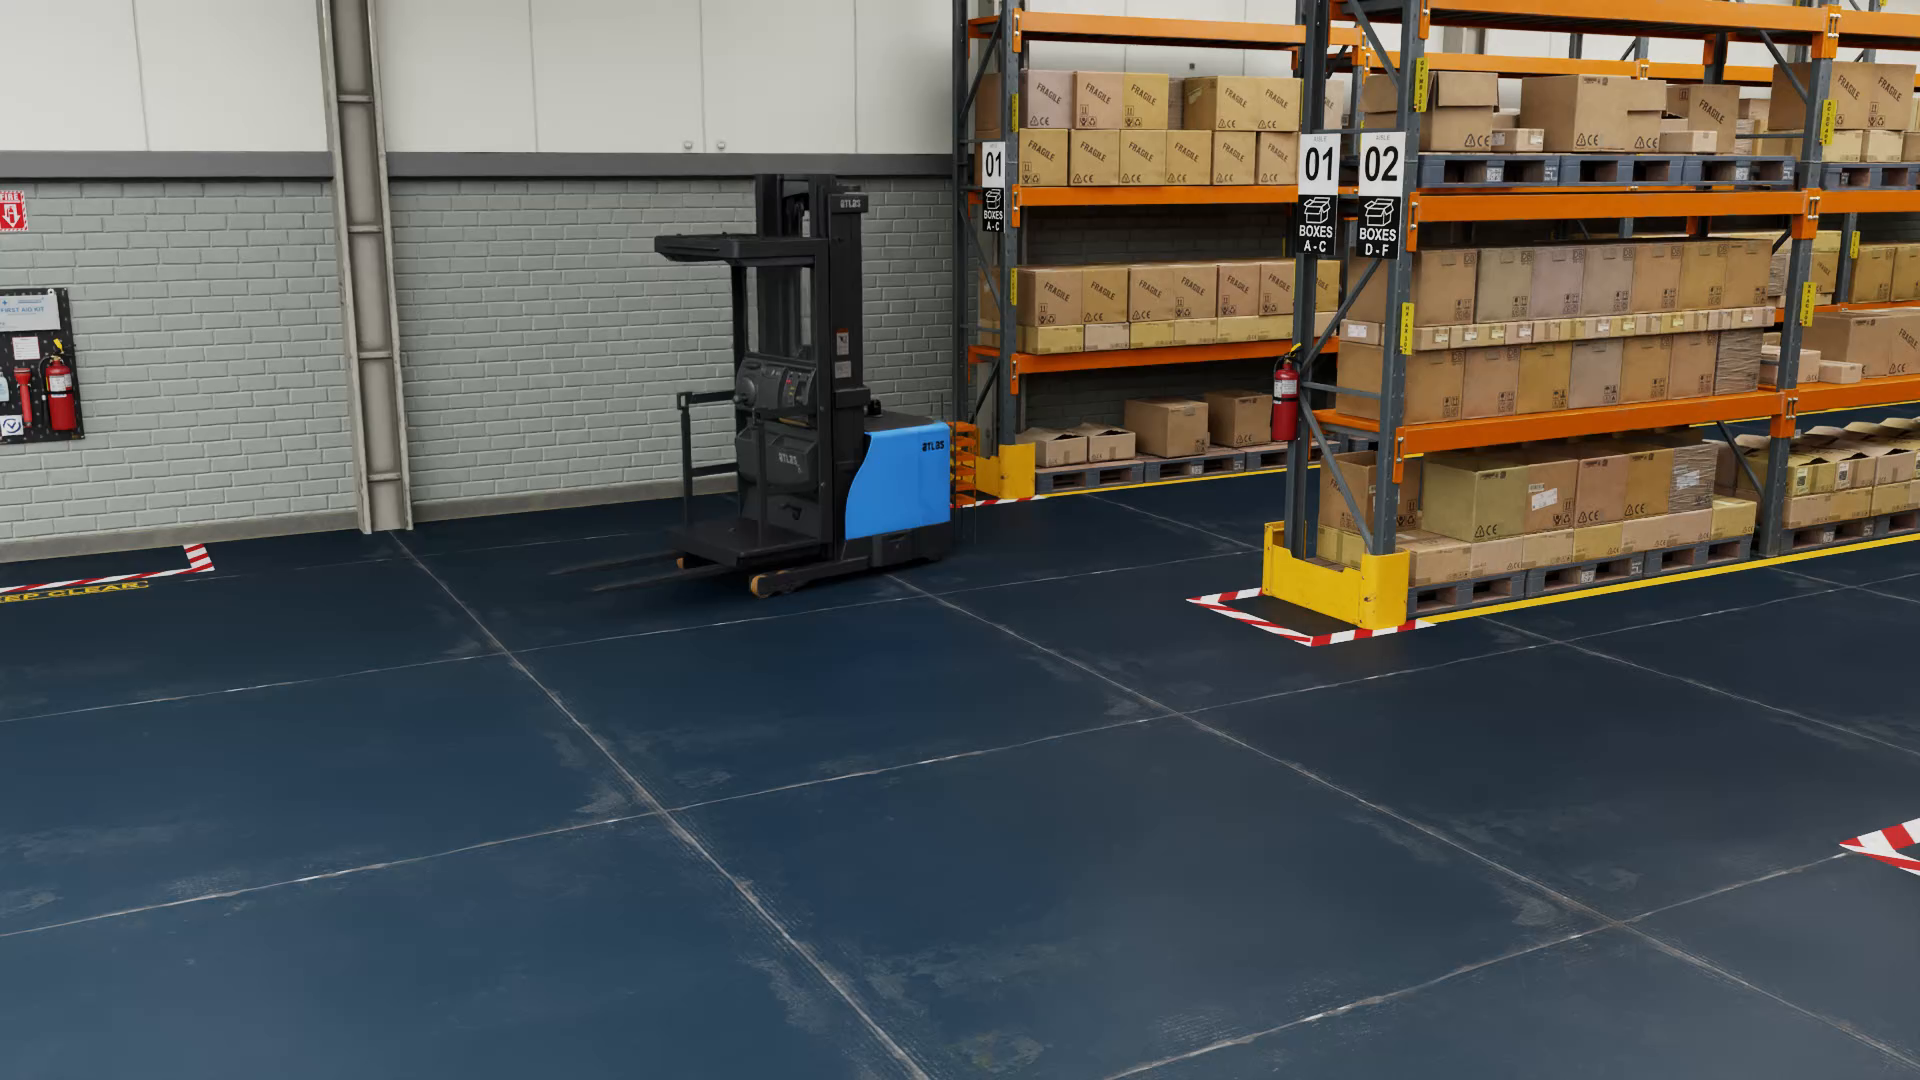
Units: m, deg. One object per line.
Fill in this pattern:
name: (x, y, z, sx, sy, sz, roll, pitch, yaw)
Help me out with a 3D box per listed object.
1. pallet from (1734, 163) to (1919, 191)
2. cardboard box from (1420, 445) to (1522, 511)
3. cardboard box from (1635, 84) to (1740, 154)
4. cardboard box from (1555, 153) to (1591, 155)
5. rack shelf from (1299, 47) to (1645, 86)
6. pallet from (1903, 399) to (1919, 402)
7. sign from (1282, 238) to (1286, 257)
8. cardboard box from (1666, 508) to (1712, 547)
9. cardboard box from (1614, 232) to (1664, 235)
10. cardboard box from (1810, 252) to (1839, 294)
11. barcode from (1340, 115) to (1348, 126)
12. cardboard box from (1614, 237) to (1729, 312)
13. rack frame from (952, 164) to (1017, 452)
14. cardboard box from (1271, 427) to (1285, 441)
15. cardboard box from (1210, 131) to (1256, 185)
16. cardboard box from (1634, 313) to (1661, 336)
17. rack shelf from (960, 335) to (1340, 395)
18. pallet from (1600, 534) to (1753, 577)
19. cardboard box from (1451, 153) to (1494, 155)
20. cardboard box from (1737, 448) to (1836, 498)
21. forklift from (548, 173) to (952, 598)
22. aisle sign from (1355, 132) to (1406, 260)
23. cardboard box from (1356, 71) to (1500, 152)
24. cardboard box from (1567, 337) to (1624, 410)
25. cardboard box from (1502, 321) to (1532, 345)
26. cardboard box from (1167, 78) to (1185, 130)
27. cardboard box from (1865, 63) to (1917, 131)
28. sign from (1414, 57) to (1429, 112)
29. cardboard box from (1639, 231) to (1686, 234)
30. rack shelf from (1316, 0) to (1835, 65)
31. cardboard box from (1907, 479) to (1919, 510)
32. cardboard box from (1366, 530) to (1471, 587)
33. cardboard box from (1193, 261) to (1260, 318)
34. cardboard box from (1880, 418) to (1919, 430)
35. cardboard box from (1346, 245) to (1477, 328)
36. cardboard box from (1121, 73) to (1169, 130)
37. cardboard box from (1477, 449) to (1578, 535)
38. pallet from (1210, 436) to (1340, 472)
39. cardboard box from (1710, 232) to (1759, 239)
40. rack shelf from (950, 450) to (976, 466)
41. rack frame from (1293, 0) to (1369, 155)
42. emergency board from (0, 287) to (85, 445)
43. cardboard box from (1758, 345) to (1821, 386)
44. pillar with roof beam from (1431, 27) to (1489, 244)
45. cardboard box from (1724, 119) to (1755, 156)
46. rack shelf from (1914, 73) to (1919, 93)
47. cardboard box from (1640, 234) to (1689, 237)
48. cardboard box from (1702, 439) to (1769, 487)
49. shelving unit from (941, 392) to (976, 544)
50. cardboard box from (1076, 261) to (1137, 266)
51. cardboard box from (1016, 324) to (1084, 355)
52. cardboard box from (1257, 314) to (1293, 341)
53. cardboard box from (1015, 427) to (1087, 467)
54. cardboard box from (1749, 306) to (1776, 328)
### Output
pallet: (6.875, -2.884, 13.196, 1.217, 0.209, 0.805, -8, 15, -30)
cardboard box: (3.795, -0.449, 12.370, 0.500, 0.500, 0.500, -7, 14, -28)
cardboard box: (5.538, -3.202, 12.670, 0.500, 0.500, 0.500, -6, 14, -23)
cardboard box: (6.738, -4.096, 18.302, 0.500, 0.311, 0.500, -7, 14, -28)
rack shelf: (5.485, -4.964, 17.720, 4.000, 0.370, 1.077, -7, 14, -28)
pallet: (12.529, -2.048, 22.230, 1.213, 0.211, 1.003, -7, 14, -28)
sign: (3.461, -3.044, 17.668, 0.005, 0.325, 0.100, -7, 14, -28)
cardboard box: (5.361, -0.141, 12.708, 0.500, 0.250, 0.500, -7, 14, -28)
cardboard box: (7.971, -3.515, 19.736, 0.500, 0.250, 0.500, -7, 15, -30)
cardboard box: (10.467, -3.321, 20.583, 0.500, 0.500, 0.500, -7, 15, -29)
barcode: (2.630, -2.869, 11.372, 0.075, 0.075, 0.001, -7, 14, -28)
cardboard box: (5.277, -1.999, 12.478, 0.500, 0.500, 0.700, -7, 14, -28)
rack frame: (0.219, -1.952, 15.452, 0.127, 3.000, 1.000, -7, 14, -28)
cardboard box: (3.275, -1.143, 17.308, 0.250, 0.166, 0.380, -9, 16, -35)
cardboard box: (2.487, -3.678, 16.014, 0.500, 0.500, 0.500, -7, 15, -30)
cardboard box: (4.856, -1.581, 12.096, 0.250, 0.149, 0.380, -6, 14, -26)
rack shelf: (1.975, -1.812, 16.465, 4.000, 0.370, 1.077, -7, 14, -28)
pallet: (5.389, 0.017, 13.051, 1.213, 0.211, 1.003, -7, 14, -28)
cardboard box: (5.331, -4.262, 17.698, 0.500, 0.500, 0.500, -7, 15, -30)
cardboard box: (6.589, -0.551, 13.255, 0.500, 0.311, 0.500, -7, 14, -28)
forklift: (-1.510, -1.149, 12.040, 3.031, 2.935, 1.130, -11, 17, -39)
aisle sign: (2.685, -2.200, 10.633, 0.004, 0.787, 0.394, -7, 14, -28)
cardboard box: (3.102, -2.844, 11.074, 0.637, 0.503, 0.797, -6, 14, -24)
cardboard box: (4.369, -1.257, 12.134, 0.500, 0.500, 0.700, -6, 14, -26)
cardboard box: (3.716, -1.443, 11.485, 0.250, 0.149, 0.380, -7, 14, -29)
cardboard box: (1.834, -4.216, 16.129, 0.500, 0.500, 0.500, -7, 14, -28)
cardboard box: (7.156, -3.501, 13.180, 0.500, 0.500, 0.500, -5, 14, -22)
sign: (2.857, -2.819, 10.299, 0.005, 0.325, 0.100, -7, 14, -28)
cardboard box: (8.423, -3.568, 19.973, 0.500, 0.250, 0.500, -7, 15, -29)
rack shelf: (4.351, -3.589, 11.610, 4.000, 0.370, 1.077, -7, 14, -28)
cardboard box: (7.929, -0.439, 14.033, 0.500, 0.250, 0.500, -7, 14, -27)
cardboard box: (3.173, 0.125, 11.527, 0.500, 0.250, 0.500, -7, 14, -28)
cardboard box: (2.581, -2.462, 16.303, 0.500, 0.500, 0.500, -7, 15, -29)
cardboard box: (8.560, -0.921, 14.899, 0.500, 0.311, 0.500, -7, 15, -29)
cardboard box: (3.058, -1.732, 11.290, 0.500, 0.500, 0.700, -7, 14, -28)
cardboard box: (1.583, -4.055, 15.412, 0.500, 0.500, 0.500, -6, 14, -26)
cardboard box: (4.044, -0.349, 11.925, 0.500, 0.500, 0.500, -7, 14, -28)
pallet: (3.157, -0.935, 17.283, 1.213, 0.211, 1.003, -7, 14, -28)
cardboard box: (9.116, -3.526, 19.787, 0.500, 0.250, 0.500, -7, 15, -29)
rack shelf: (-0.013, -0.658, 13.454, 0.180, 0.103, 0.258, -7, 14, -28)
rack frame: (3.730, -5.300, 16.663, 0.127, 3.000, 1.000, -7, 14, -28)
emergency board: (-7.035, -1.309, 12.592, 0.643, 1.169, 0.194, -7, 14, -28)
cardboard box: (6.518, -1.406, 13.365, 0.500, 0.250, 0.500, -6, 14, -24)
pillar with roof beam: (7.748, -4.921, 14.979, 0.400, 9.000, 9.100, -7, 14, -28)
cardboard box: (8.999, -4.759, 19.860, 0.500, 0.500, 0.700, -7, 14, -28)
rack shelf: (12.507, -5.806, 21.460, 4.000, 0.370, 1.077, -7, 14, -28)
cardboard box: (8.234, -3.418, 19.306, 0.500, 0.250, 0.500, -7, 14, -29)
cardboard box: (6.325, -0.654, 13.710, 0.500, 0.311, 0.500, -7, 14, -28)
shelving unit: (-0.013, -0.584, 13.471, 0.189, 1.200, 0.258, -7, 14, -28)
cardboard box: (1.429, -2.451, 16.258, 0.500, 0.500, 0.500, -7, 15, -29)
cardboard box: (0.800, -1.879, 15.422, 0.500, 0.250, 0.500, -7, 15, -29)
cardboard box: (3.018, -2.150, 16.629, 0.500, 0.250, 0.500, -7, 14, -28)
cardboard box: (0.869, -0.910, 15.945, 0.500, 0.311, 0.500, -9, 15, -34)
cardboard box: (5.971, -1.714, 12.688, 0.250, 0.149, 0.380, -7, 14, -28)
